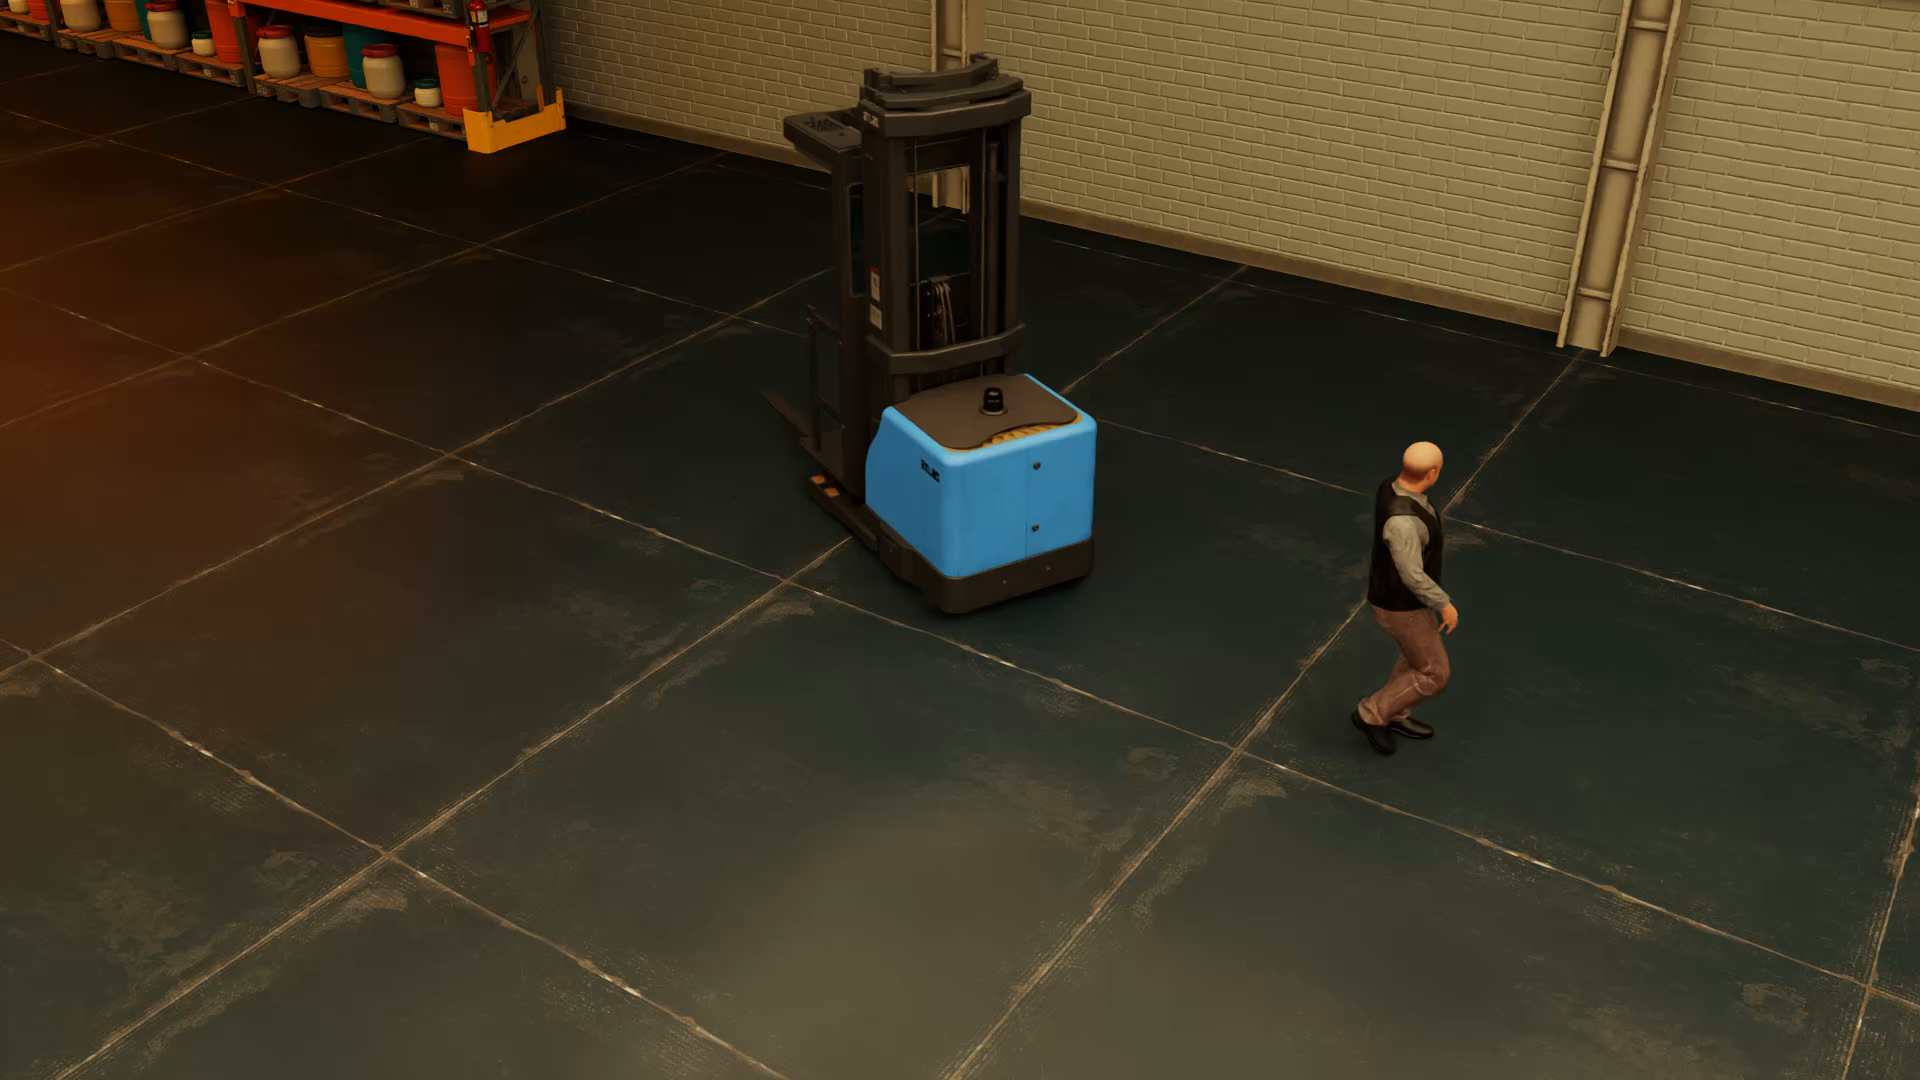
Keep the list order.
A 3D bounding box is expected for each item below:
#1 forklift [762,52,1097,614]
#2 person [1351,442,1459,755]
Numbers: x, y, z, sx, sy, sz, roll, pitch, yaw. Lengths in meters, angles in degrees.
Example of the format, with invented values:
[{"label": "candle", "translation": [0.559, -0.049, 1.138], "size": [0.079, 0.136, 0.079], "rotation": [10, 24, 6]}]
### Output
[{"label": "forklift", "translation": [-0.367, -1.547, 10.246], "size": [1.130, 2.935, 3.031], "rotation": [-16, 34, -26]}, {"label": "person", "translation": [2.277, 0.267, 8.367], "size": [0.481, 1.688, 0.760], "rotation": [9, 31, 15]}]
